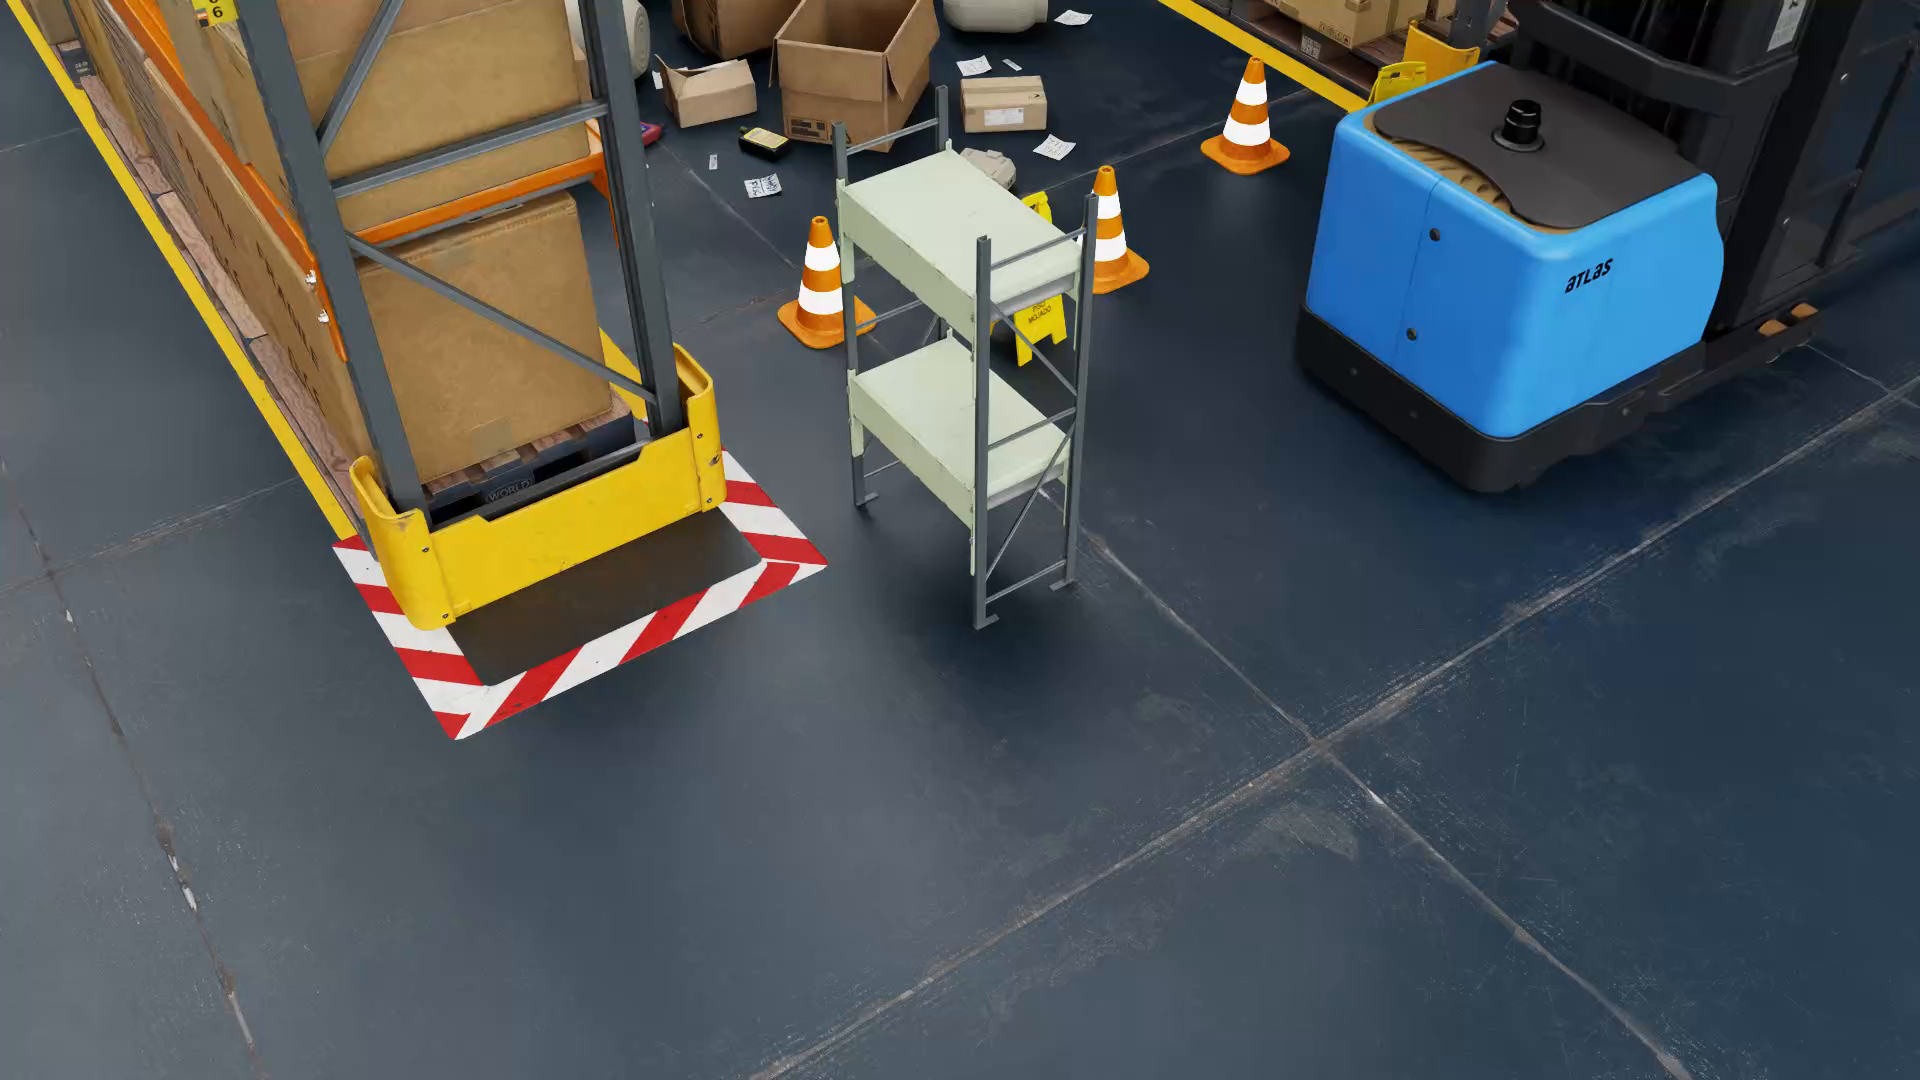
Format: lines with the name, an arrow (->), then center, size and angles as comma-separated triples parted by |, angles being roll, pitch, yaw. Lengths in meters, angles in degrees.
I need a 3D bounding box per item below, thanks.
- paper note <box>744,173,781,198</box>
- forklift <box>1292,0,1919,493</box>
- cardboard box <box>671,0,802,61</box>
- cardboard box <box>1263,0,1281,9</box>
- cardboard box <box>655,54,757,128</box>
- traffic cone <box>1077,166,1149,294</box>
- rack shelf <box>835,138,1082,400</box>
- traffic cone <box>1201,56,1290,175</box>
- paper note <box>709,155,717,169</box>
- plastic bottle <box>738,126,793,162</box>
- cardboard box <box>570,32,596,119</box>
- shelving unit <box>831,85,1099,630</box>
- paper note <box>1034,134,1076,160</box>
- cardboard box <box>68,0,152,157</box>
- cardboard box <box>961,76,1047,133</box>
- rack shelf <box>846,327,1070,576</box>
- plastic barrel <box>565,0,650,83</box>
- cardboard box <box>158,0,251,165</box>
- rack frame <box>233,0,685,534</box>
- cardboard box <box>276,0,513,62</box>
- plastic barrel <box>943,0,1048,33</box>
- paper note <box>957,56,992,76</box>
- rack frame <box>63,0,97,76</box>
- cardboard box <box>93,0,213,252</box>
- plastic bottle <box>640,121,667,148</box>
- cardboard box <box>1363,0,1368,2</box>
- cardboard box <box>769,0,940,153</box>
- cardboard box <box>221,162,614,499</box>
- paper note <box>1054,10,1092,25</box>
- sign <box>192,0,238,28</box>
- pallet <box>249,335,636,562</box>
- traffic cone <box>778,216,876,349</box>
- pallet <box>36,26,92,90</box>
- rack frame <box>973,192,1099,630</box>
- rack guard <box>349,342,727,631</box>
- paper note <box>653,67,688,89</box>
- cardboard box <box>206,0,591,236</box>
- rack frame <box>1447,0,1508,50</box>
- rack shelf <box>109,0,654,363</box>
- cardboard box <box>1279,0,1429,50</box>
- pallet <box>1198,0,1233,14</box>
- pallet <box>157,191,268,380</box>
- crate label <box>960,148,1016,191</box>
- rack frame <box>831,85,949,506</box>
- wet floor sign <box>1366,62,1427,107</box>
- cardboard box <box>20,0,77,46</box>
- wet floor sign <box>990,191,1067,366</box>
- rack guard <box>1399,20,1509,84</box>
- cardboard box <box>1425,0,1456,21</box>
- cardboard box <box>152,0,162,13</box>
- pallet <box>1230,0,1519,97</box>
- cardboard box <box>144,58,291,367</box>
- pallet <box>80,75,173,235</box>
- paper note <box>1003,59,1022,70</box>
paper note -> -0.875, -1.573, 7.377 | 0.144, 0.017, 0.142 | -10, 45, -11
forklift -> 2.788, -2.027, 5.751 | 3.031, 2.935, 1.130 | -25, 49, -24
cardboard box -> -1.015, -2.792, 8.212 | 0.797, 0.637, 0.503 | -26, 49, -24
cardboard box -> 1.635, -2.930, 8.335 | 0.500, 0.250, 0.500 | -26, 49, -24
cardboard box -> -1.188, -2.143, 7.803 | 0.396, 0.266, 0.258 | -18, 46, -18
traffic cone -> 0.588, -1.310, 6.788 | 0.336, 0.463, 0.334 | -26, 49, -24
rack shelf -> 0.004, -0.821, 4.959 | 0.431, 0.370, 0.720 | -26, 49, -24
traffic cone -> 1.304, -1.941, 7.449 | 0.336, 0.463, 0.334 | -26, 49, -24
paper note -> -1.119, -1.714, 7.538 | 0.032, 0.001, 0.123 | -3, 44, -4
plastic bottle -> -0.917, -1.824, 7.616 | 0.283, 0.061, 0.133 | 26, 49, 25
cardboard box -> -1.953, -2.001, 7.482 | 0.500, 0.500, 0.500 | -18, 46, -18
shelving unit -> 0.004, -0.539, 5.228 | 0.431, 1.500, 0.755 | -26, 49, -24
paper note -> 0.435, -1.800, 7.614 | 0.142, 0.019, 0.148 | 26, 49, 25
cardboard box -> -3.380, -2.377, 7.303 | 0.875, 0.875, 0.875 | -25, 49, -24
cardboard box -> 0.202, -2.038, 7.777 | 0.380, 0.149, 0.250 | -3, 44, -4
rack shelf -> 0.004, -0.303, 5.453 | 0.431, 0.370, 0.720 | -26, 49, -24
plastic barrel -> -1.775, -2.409, 7.967 | 0.512, 0.421, 0.421 | 4, 44, 4
cardboard box -> -1.976, -1.662, 5.210 | 0.875, 0.550, 0.550 | -26, 49, -24
rack frame -> -1.394, -1.112, 4.743 | 1.000, 3.000, 0.127 | -26, 49, -24
cardboard box -> -1.575, -1.783, 4.555 | 0.875, 0.550, 0.550 | -26, 49, -24
plastic barrel -> 0.185, -2.765, 8.340 | 0.512, 0.421, 0.421 | 4, 44, 4
paper note -> 0.072, -2.336, 8.184 | 0.148, 0.019, 0.142 | -10, 45, -11
rack frame -> -3.682, -3.378, 7.116 | 1.000, 3.000, 0.127 | -26, 49, -24
cardboard box -> -2.861, -1.868, 6.769 | 0.875, 0.875, 0.875 | -25, 49, -24
plastic bottle -> -1.485, -1.857, 7.651 | 0.133, 0.061, 0.283 | 26, 49, 25
cardboard box -> 1.936, -2.904, 7.764 | 0.500, 0.500, 0.500 | -25, 49, -24
cardboard box -> -0.473, -2.217, 7.708 | 0.637, 0.503, 0.797 | 11, 45, 11
cardboard box -> -1.836, -0.854, 5.707 | 0.875, 0.875, 0.875 | -25, 49, -24
paper note -> 0.584, -2.685, 8.540 | 0.148, 0.019, 0.142 | 26, 49, 25
sign -> -1.847, -1.410, 4.045 | 0.100, 0.325, 0.005 | -26, 49, -24
pallet -> -1.916, -0.526, 6.148 | 1.003, 0.211, 1.213 | -26, 49, -24
traffic cone -> -0.533, -1.057, 6.522 | 0.336, 0.463, 0.334 | -26, 49, -24
pallet -> -4.186, -2.777, 8.506 | 1.003, 0.211, 1.213 | -26, 49, -24
rack frame -> 0.213, -0.331, 5.011 | 0.400, 1.500, 0.023 | -26, 49, -24
rack guard -> -1.380, -0.195, 5.592 | 1.175, 0.500, 0.348 | -26, 49, -24
paper note -> -1.405, -2.255, 8.096 | 0.172, 0.023, 0.155 | -10, 45, -11
cardboard box -> -1.644, -1.359, 4.893 | 0.875, 0.550, 0.550 | -26, 49, -24
rack frame -> 2.608, -3.125, 6.851 | 1.000, 3.000, 0.127 | -26, 49, -24
rack shelf -> -2.538, -1.985, 6.178 | 1.077, 0.370, 4.000 | -26, 49, -24
cardboard box -> 1.911, -2.648, 8.038 | 0.500, 0.250, 0.500 | -26, 49, -25
pallet -> 1.435, -3.324, 9.079 | 1.003, 0.211, 1.213 | -26, 49, -24
pallet -> -2.610, -1.216, 6.871 | 1.003, 0.211, 1.213 | -26, 49, -24
crate label -> 0.087, -1.613, 7.341 | 0.298, 0.136, 0.250 | 18, 47, 18
rack frame -> -0.206, -0.746, 5.445 | 0.400, 1.500, 0.023 | -26, 49, -24
wet floor sign -> 1.839, -1.743, 7.109 | 0.267, 0.644, 0.232 | -10, 45, -11
cardboard box -> -4.111, -3.032, 8.079 | 1.050, 0.750, 0.750 | -26, 49, -25
wet floor sign -> 0.246, -1.027, 6.358 | 0.267, 0.644, 0.232 | -35, 53, -31
rack guard -> 2.565, -2.264, 7.759 | 1.175, 0.500, 0.348 | -26, 49, -24
cardboard box -> 2.373, -2.849, 8.249 | 0.500, 0.250, 0.500 | -26, 49, -25
cardboard box -> -2.531, -2.312, 5.891 | 0.875, 0.550, 0.500 | -26, 49, -24
pallet -> 2.129, -2.634, 8.356 | 1.003, 0.211, 1.213 | -26, 49, -24
cardboard box -> -2.341, -1.351, 6.228 | 0.875, 0.875, 0.875 | -26, 50, -25
pallet -> -3.312, -1.908, 7.595 | 1.003, 0.211, 1.213 | -26, 49, -24
paper note -> 0.258, -2.343, 8.197 | 0.032, 0.001, 0.123 | -26, 49, -24
